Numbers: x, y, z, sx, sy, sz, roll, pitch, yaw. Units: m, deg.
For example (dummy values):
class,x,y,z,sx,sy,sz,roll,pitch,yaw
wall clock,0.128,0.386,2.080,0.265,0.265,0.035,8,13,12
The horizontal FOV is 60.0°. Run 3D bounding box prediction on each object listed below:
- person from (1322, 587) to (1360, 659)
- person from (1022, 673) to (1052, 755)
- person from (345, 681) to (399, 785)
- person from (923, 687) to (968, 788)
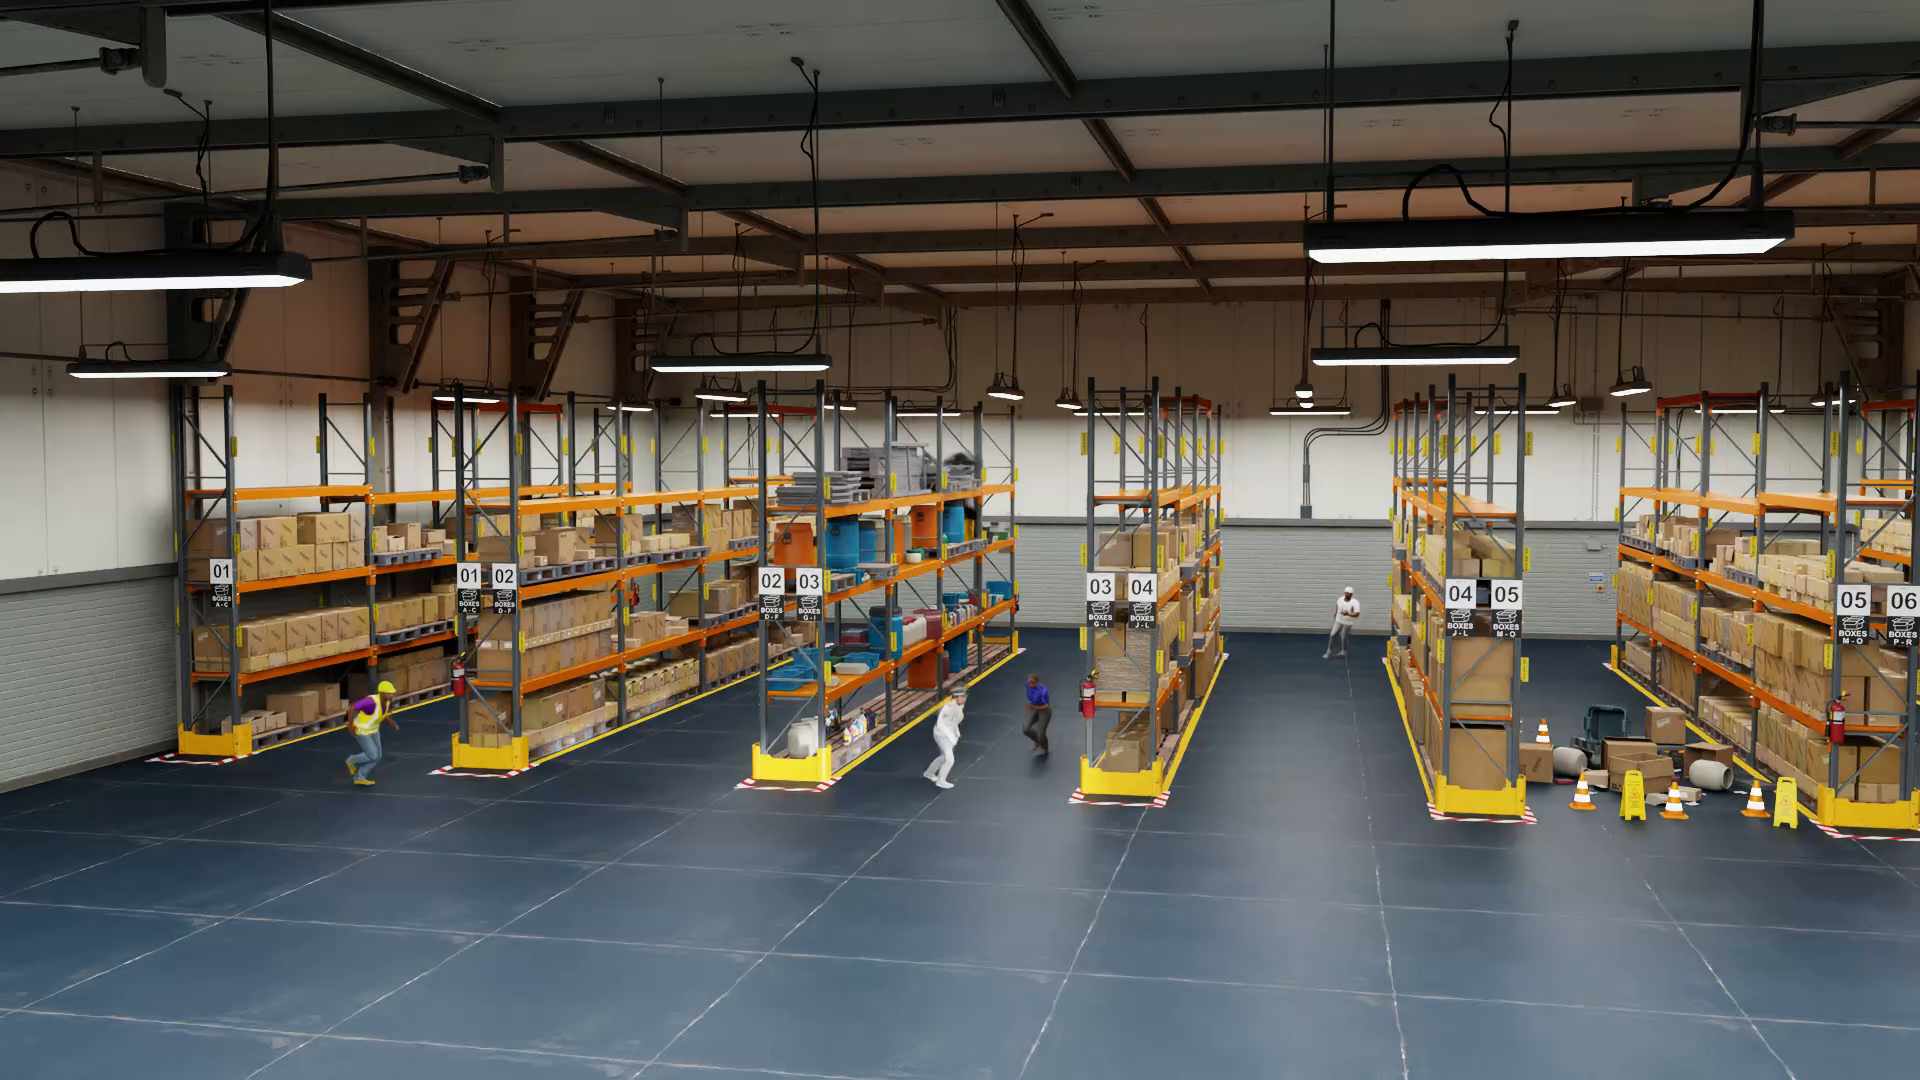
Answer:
class,x,y,z,sx,sy,sz,roll,pitch,yaw
person,9.067,1.943,39.172,0.818,1.722,0.779,3,4,40
person,1.238,2.793,26.687,0.599,1.407,0.971,2,4,32
person,-8.690,2.853,24.468,0.877,1.569,0.737,1,3,21
person,-0.226,2.880,24.405,0.833,1.522,0.613,2,4,27
